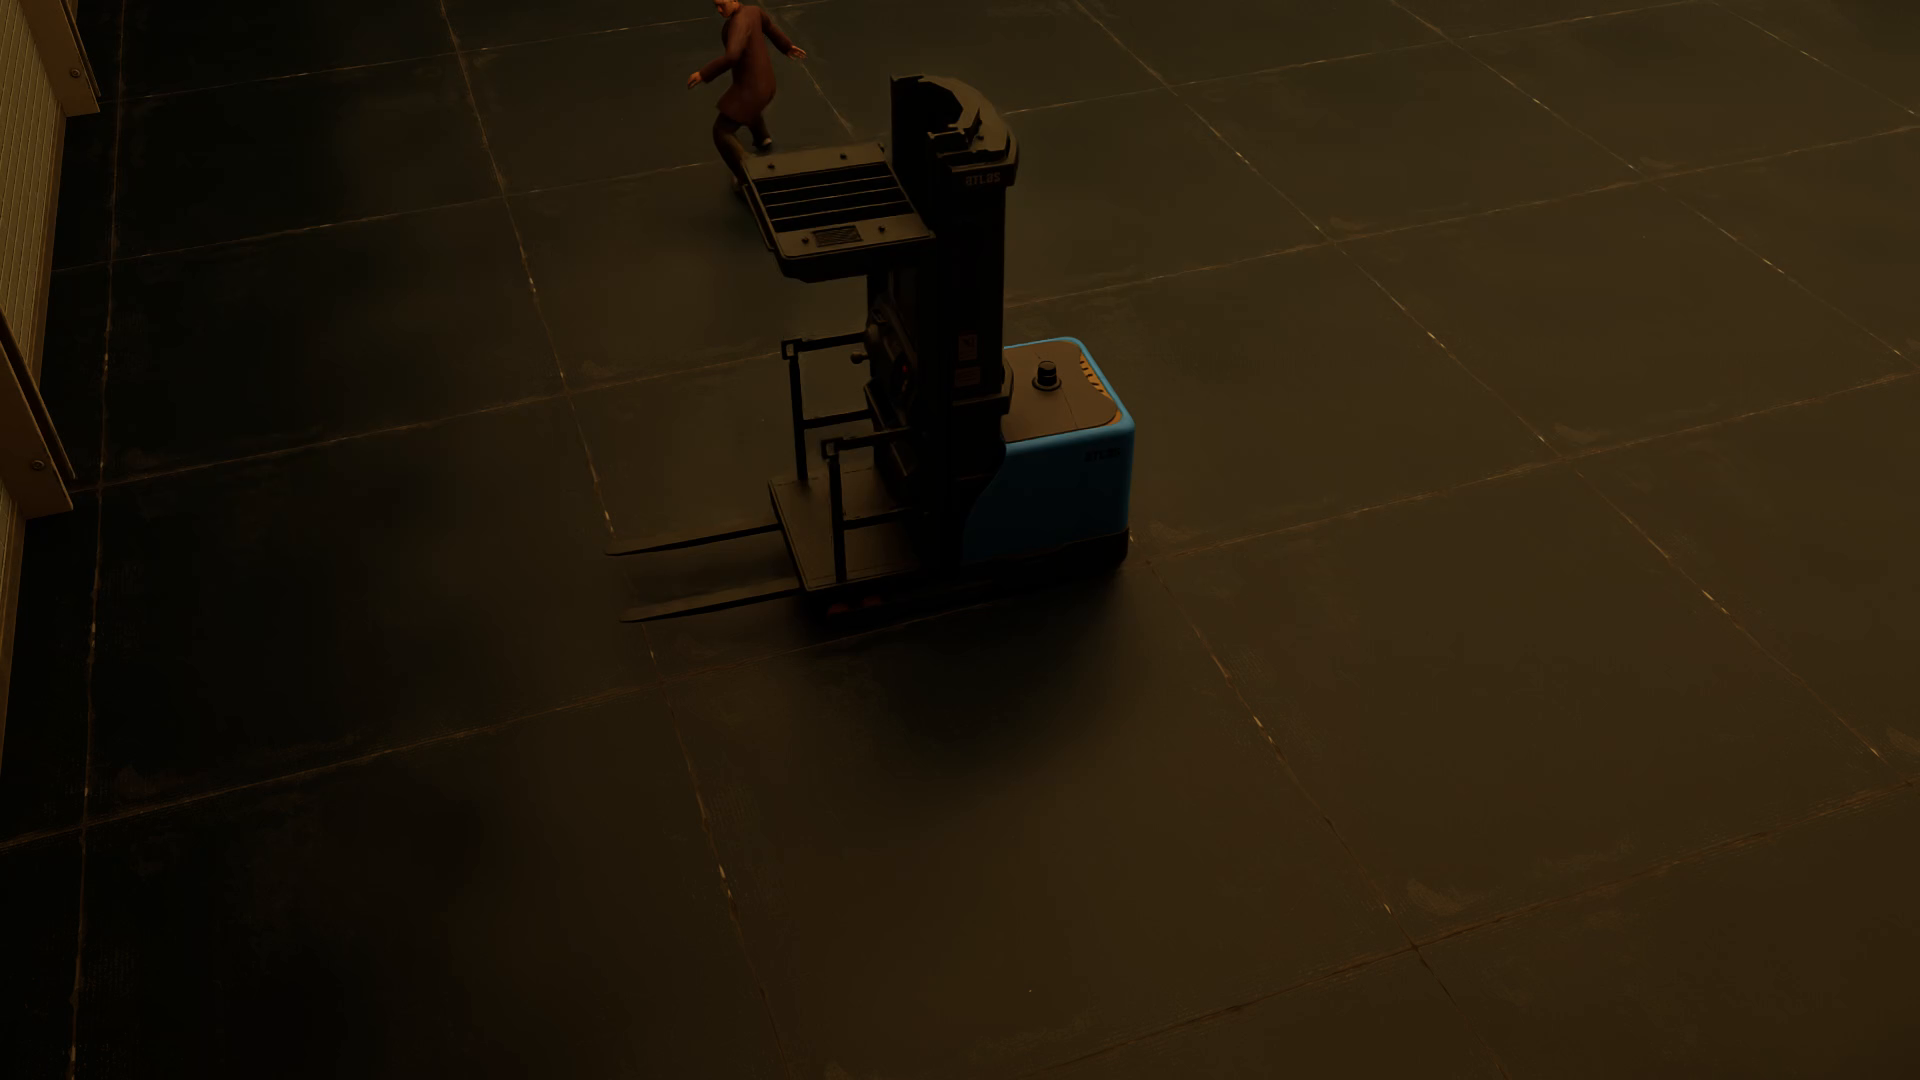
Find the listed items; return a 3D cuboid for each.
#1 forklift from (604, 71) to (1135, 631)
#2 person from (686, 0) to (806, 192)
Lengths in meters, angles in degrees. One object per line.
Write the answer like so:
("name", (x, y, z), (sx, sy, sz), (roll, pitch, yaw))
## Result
("forklift", (-0.567, -0.979, 9.163), (3.031, 2.935, 1.130), (-11, 41, -13))
("person", (-1.714, -3.686, 13.500), (0.592, 1.727, 1.155), (11, 41, 13))
